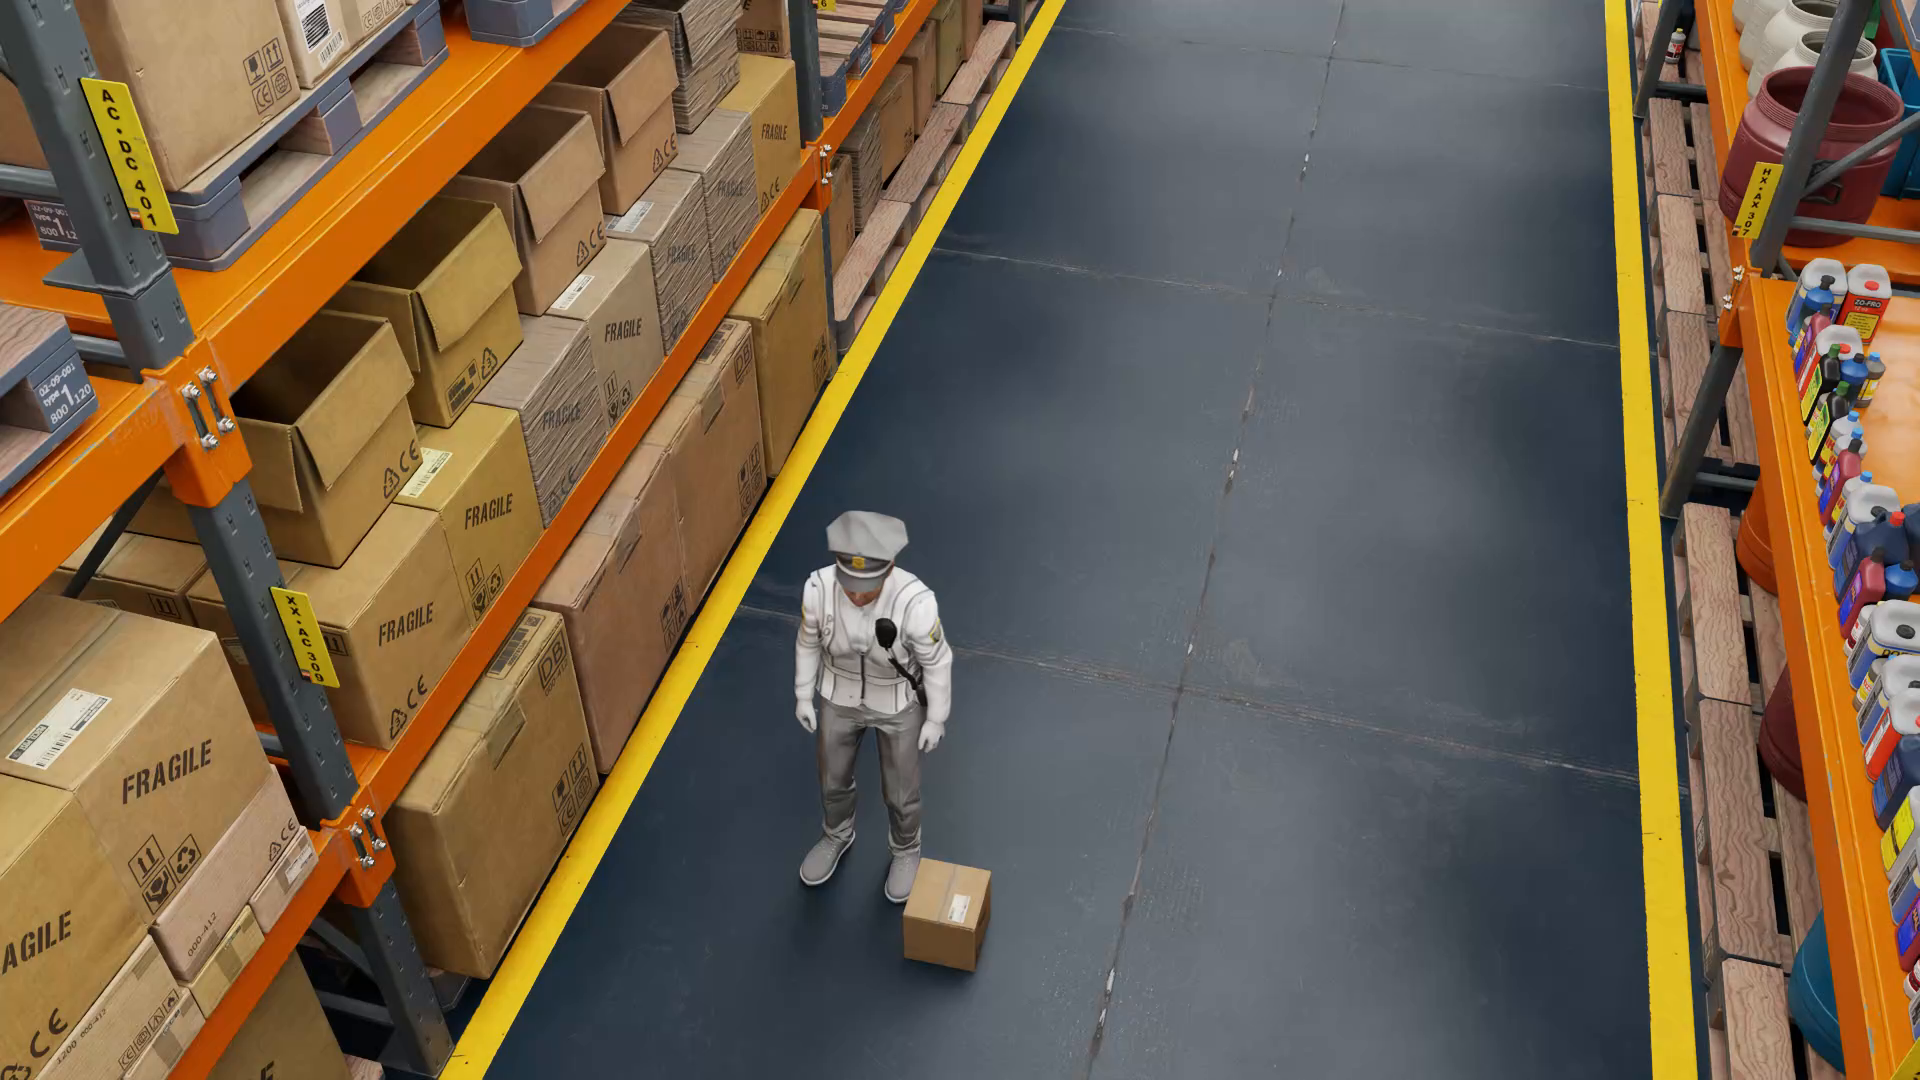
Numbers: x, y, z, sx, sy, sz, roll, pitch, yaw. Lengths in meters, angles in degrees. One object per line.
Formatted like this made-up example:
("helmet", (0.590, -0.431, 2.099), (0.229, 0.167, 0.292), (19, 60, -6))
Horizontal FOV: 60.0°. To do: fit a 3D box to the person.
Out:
("person", (-0.295, 0.554, 5.526), (0.536, 1.661, 0.373), (9, 42, 10))
